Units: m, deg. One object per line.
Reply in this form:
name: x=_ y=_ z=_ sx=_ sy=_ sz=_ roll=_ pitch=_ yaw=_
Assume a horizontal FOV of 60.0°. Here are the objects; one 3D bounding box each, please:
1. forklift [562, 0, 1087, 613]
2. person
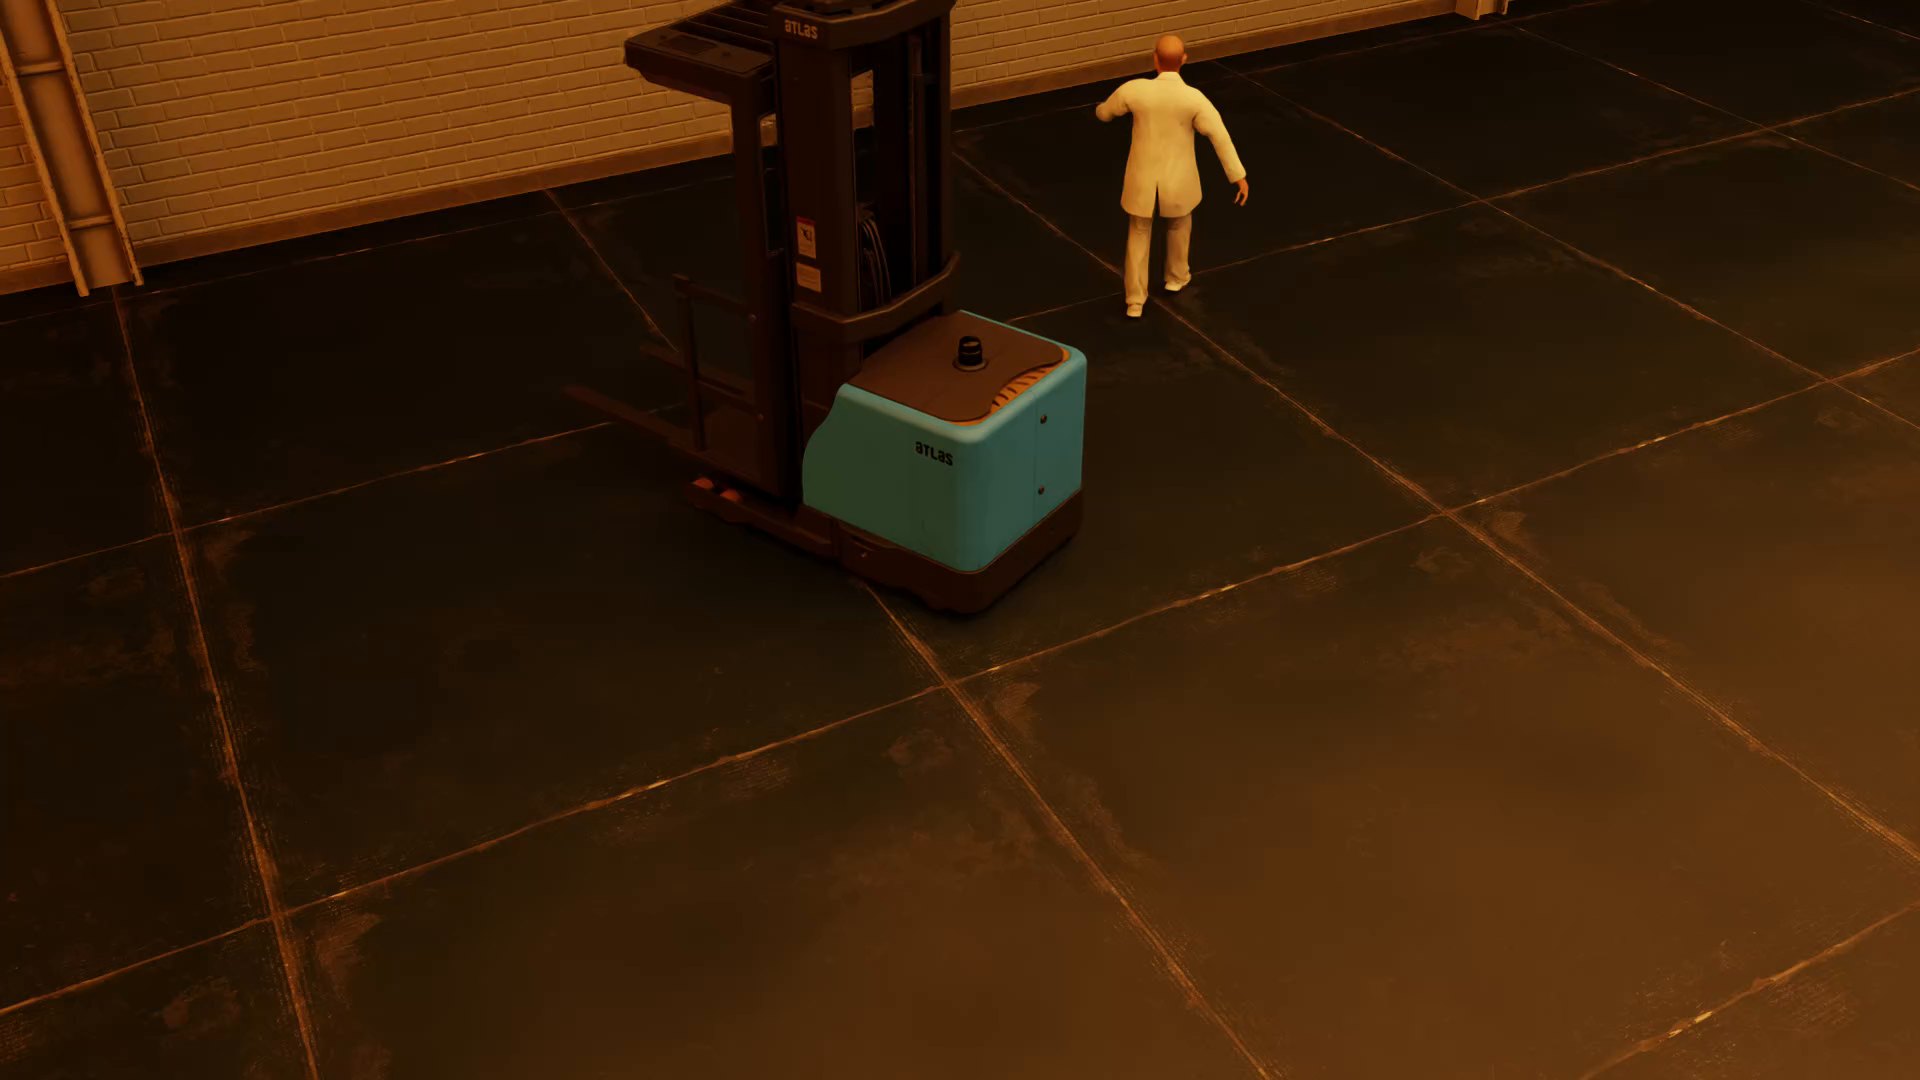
forklift: x=-0.854 y=-1.518 z=8.270 sx=3.031 sy=2.935 sz=1.130 roll=23 pitch=41 yaw=29
person: x=1.315 y=-2.309 z=10.441 sx=1.044 sy=1.773 sz=0.788 roll=9 pitch=36 yaw=13
